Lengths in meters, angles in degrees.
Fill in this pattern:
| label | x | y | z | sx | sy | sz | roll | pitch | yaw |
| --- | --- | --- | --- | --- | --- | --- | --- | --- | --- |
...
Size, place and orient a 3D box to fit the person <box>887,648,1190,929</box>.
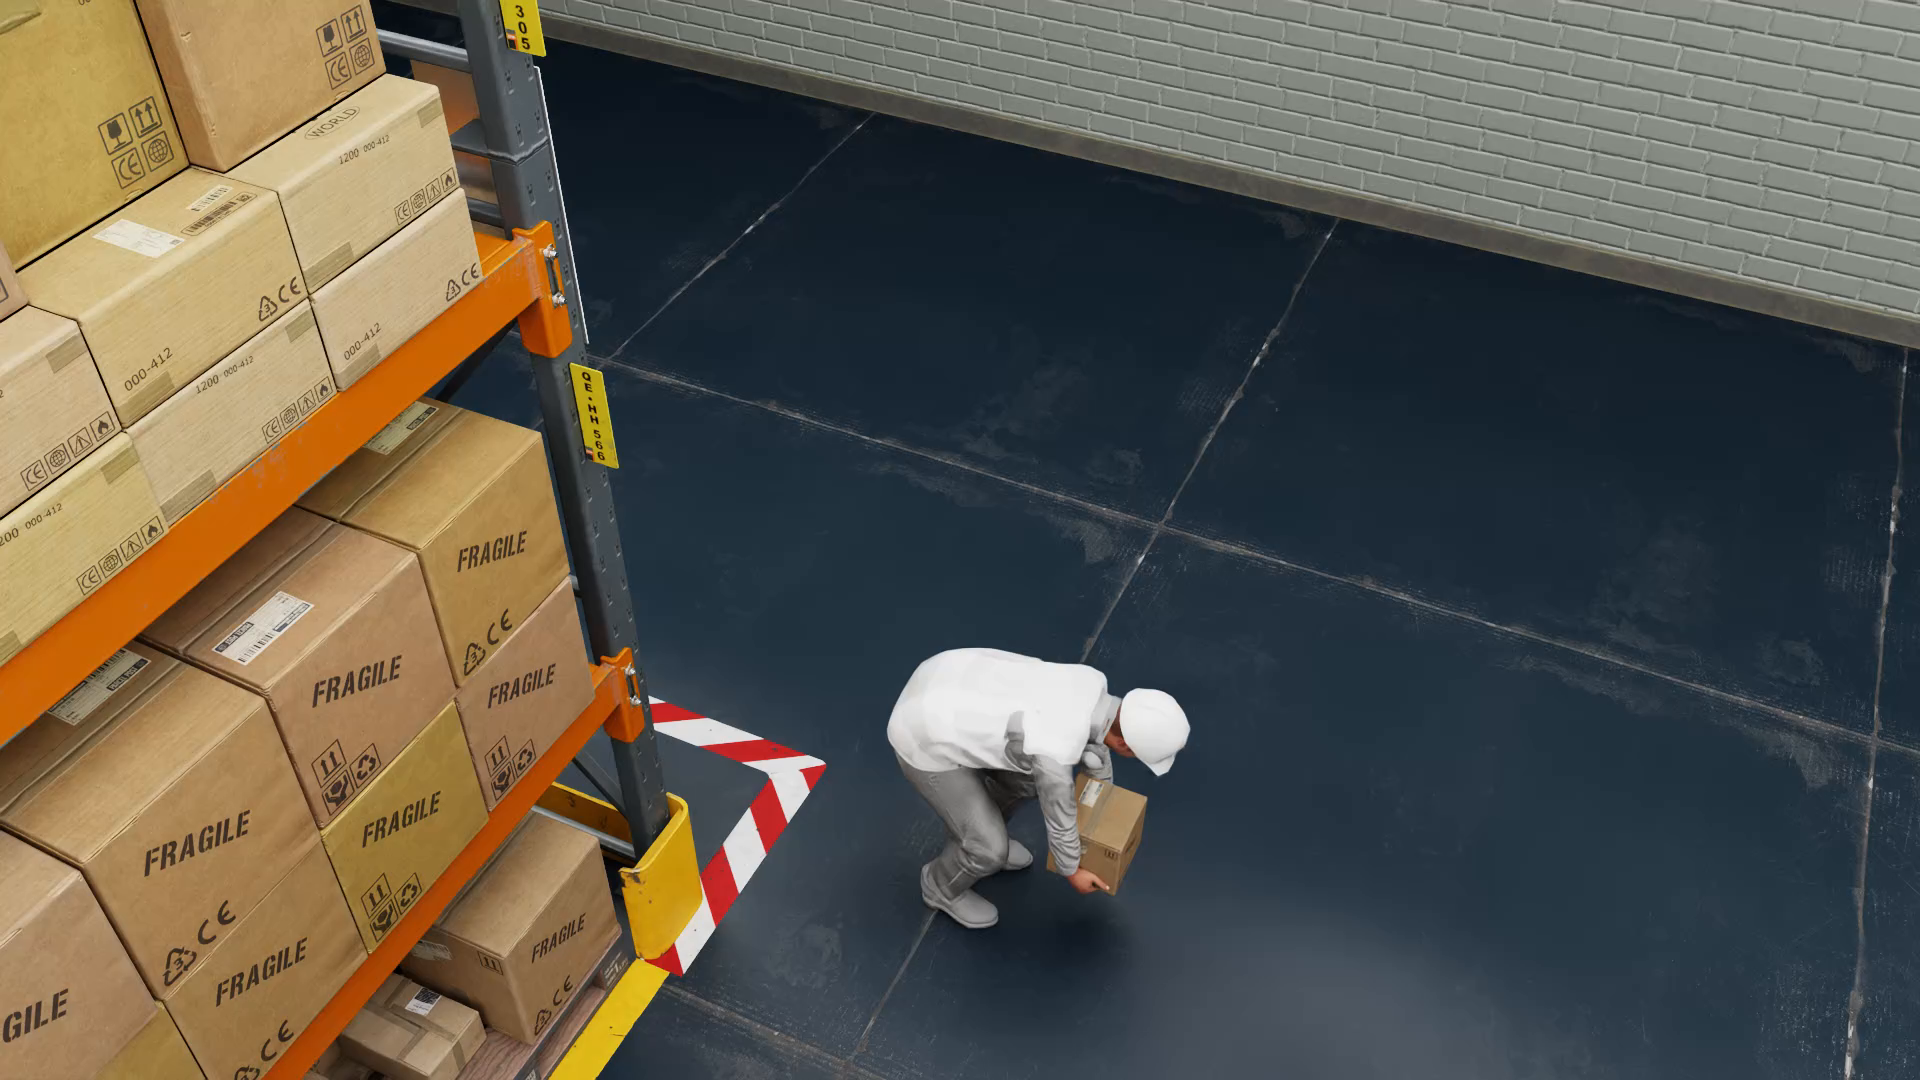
| label | x | y | z | sx | sy | sz | roll | pitch | yaw |
| --- | --- | --- | --- | --- | --- | --- | --- | --- | --- |
| person | 0.251 | 0.852 | 5.614 | 0.981 | 1.202 | 0.485 | 16 | 44 | 17 |
